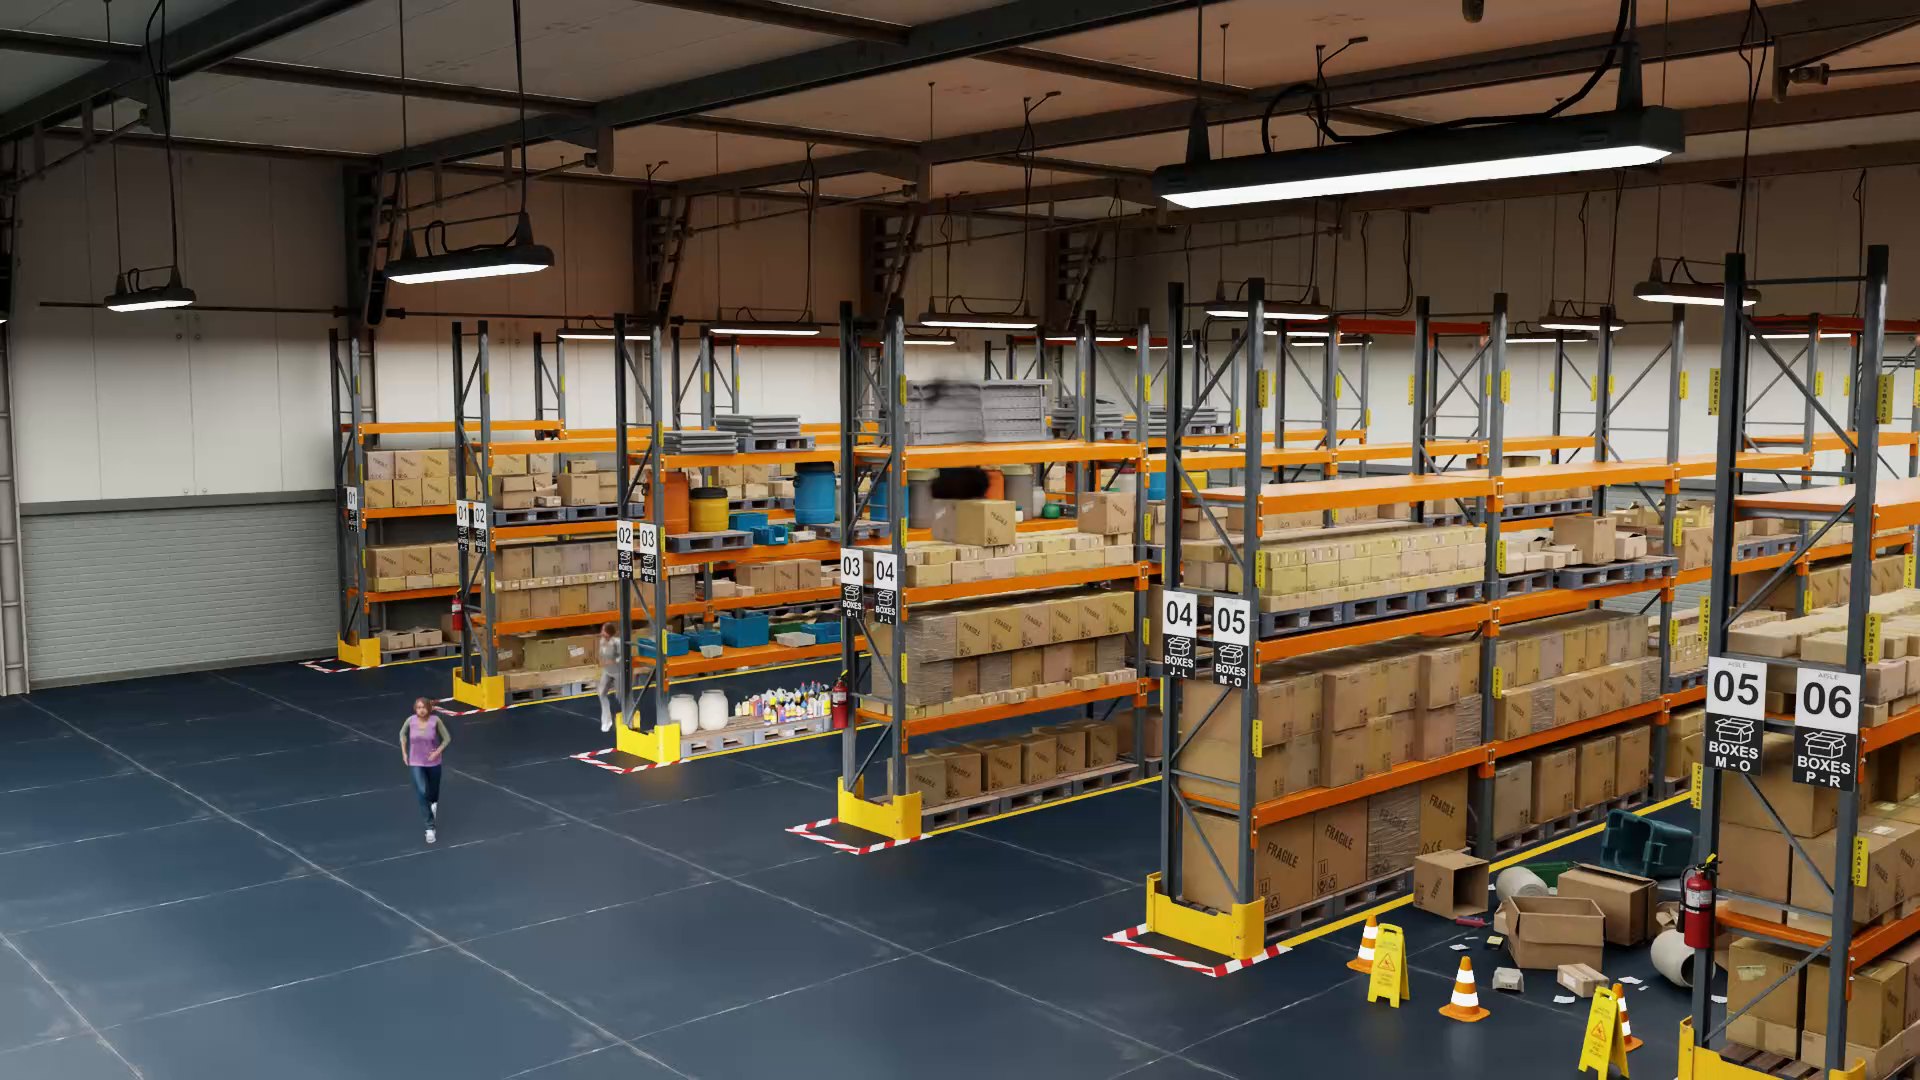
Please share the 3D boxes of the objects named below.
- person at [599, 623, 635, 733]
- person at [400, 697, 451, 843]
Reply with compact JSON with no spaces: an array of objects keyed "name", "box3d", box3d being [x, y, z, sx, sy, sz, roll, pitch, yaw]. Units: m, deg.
[{"name":"person","box3d":[-5.053,2.001,24.389,0.552,1.633,0.815,3,6,26]},{"name":"person","box3d":[-6.022,2.533,18.747,0.559,1.588,0.890,-1,6,-14]}]
